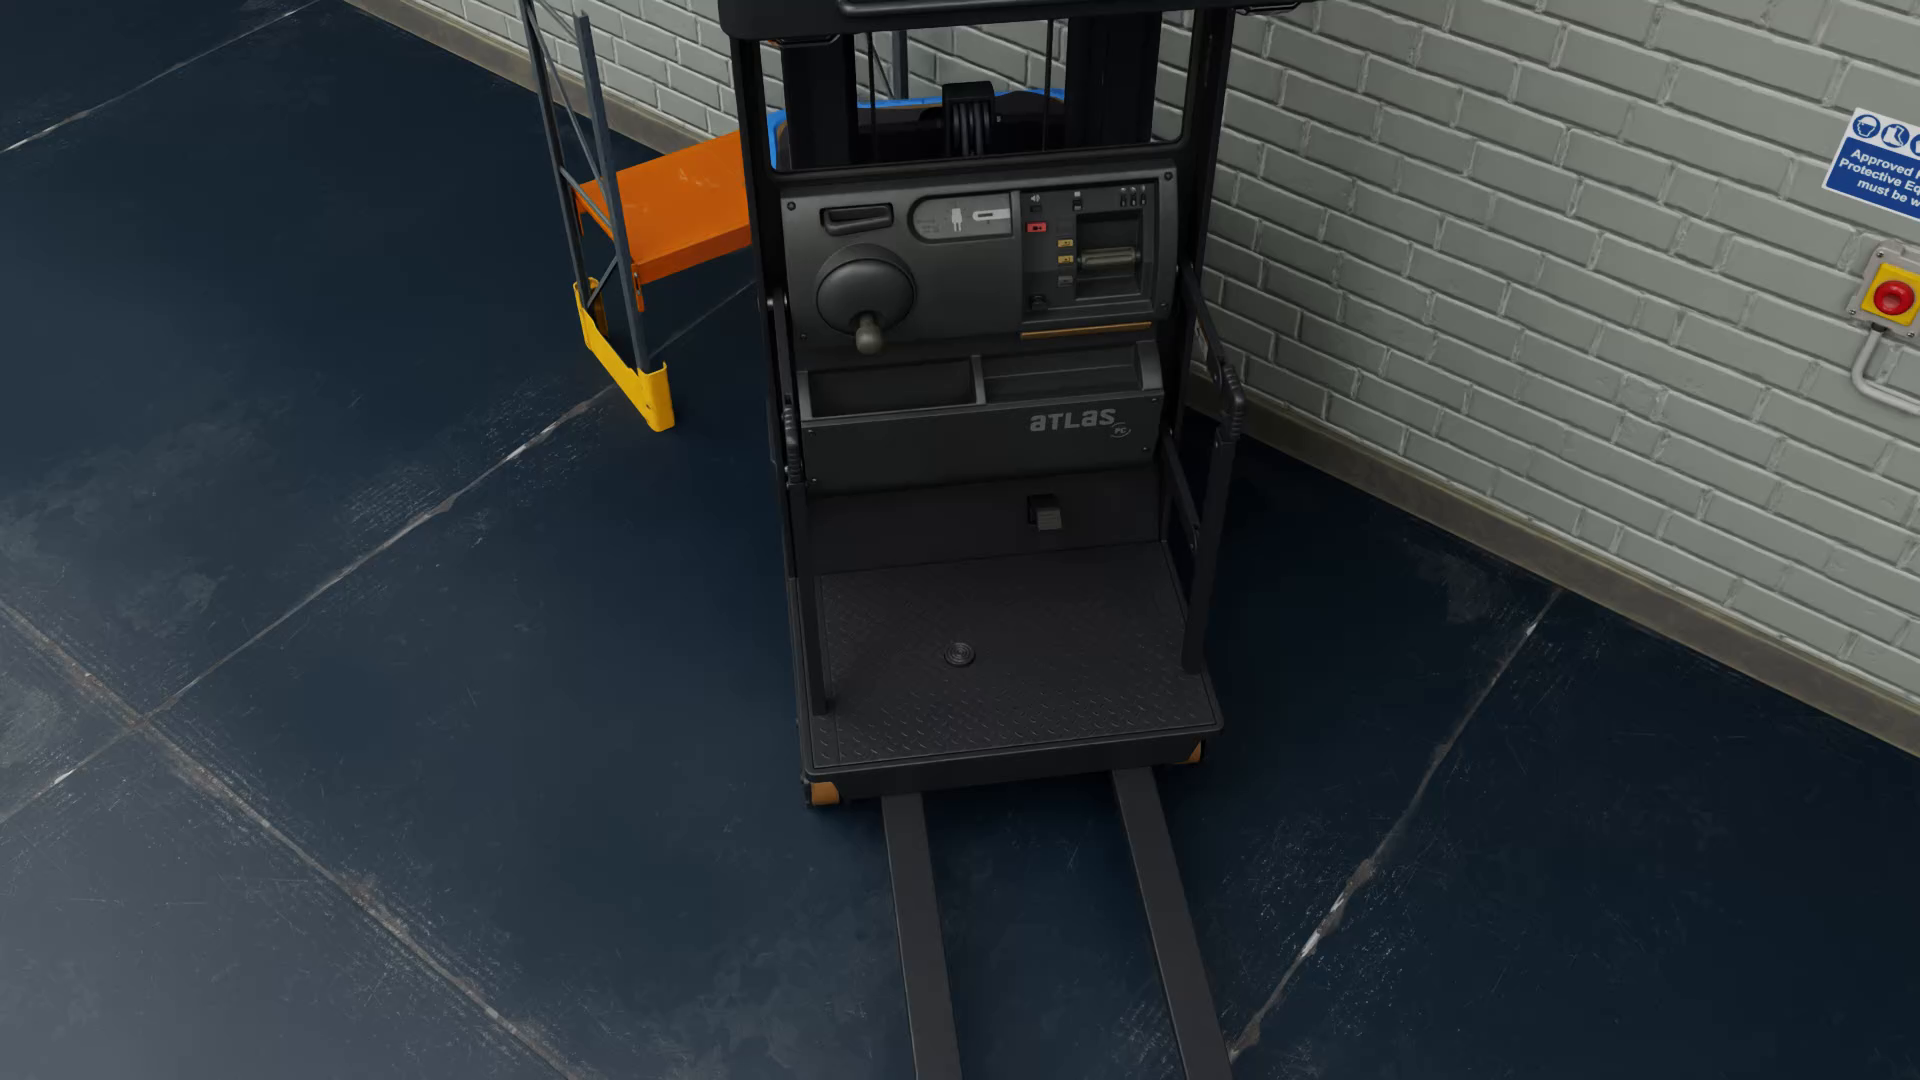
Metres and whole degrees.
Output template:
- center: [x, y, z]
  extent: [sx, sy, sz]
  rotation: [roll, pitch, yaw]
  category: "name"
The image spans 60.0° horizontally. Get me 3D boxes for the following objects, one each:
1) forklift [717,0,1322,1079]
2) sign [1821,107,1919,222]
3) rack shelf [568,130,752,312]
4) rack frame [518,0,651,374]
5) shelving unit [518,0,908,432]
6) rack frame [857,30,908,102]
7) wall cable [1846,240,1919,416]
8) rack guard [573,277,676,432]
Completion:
- center: [0.085, -0.566, 3.764]
  extent: [1.130, 2.935, 3.031]
  rotation: [-6, 47, -5]
  category: "forklift"
- center: [2.167, -0.837, 3.788]
  extent: [0.327, 0.218, 0.001]
  rotation: [29, 53, 25]
  category: "sign"
- center: [-0.740, -1.140, 5.550]
  extent: [1.000, 0.185, 0.538]
  rotation: [-25, 51, -22]
  category: "rack shelf"
- center: [-1.165, -1.062, 5.227]
  extent: [0.032, 1.500, 0.500]
  rotation: [-25, 51, -22]
  category: "rack frame"
- center: [-0.733, -1.267, 5.423]
  extent: [1.083, 1.500, 0.587]
  rotation: [-25, 51, -22]
  category: "shelving unit"
- center: [-0.315, -1.466, 5.613]
  extent: [0.032, 1.500, 0.500]
  rotation: [-25, 51, -22]
  category: "rack frame"
- center: [2.168, -1.049, 3.454]
  extent: [0.585, 1.953, 0.123]
  rotation: [29, 53, 25]
  category: "wall cable"
- center: [-1.149, -0.638, 5.686]
  extent: [0.087, 0.250, 0.587]
  rotation: [-25, 51, -22]
  category: "rack guard"
